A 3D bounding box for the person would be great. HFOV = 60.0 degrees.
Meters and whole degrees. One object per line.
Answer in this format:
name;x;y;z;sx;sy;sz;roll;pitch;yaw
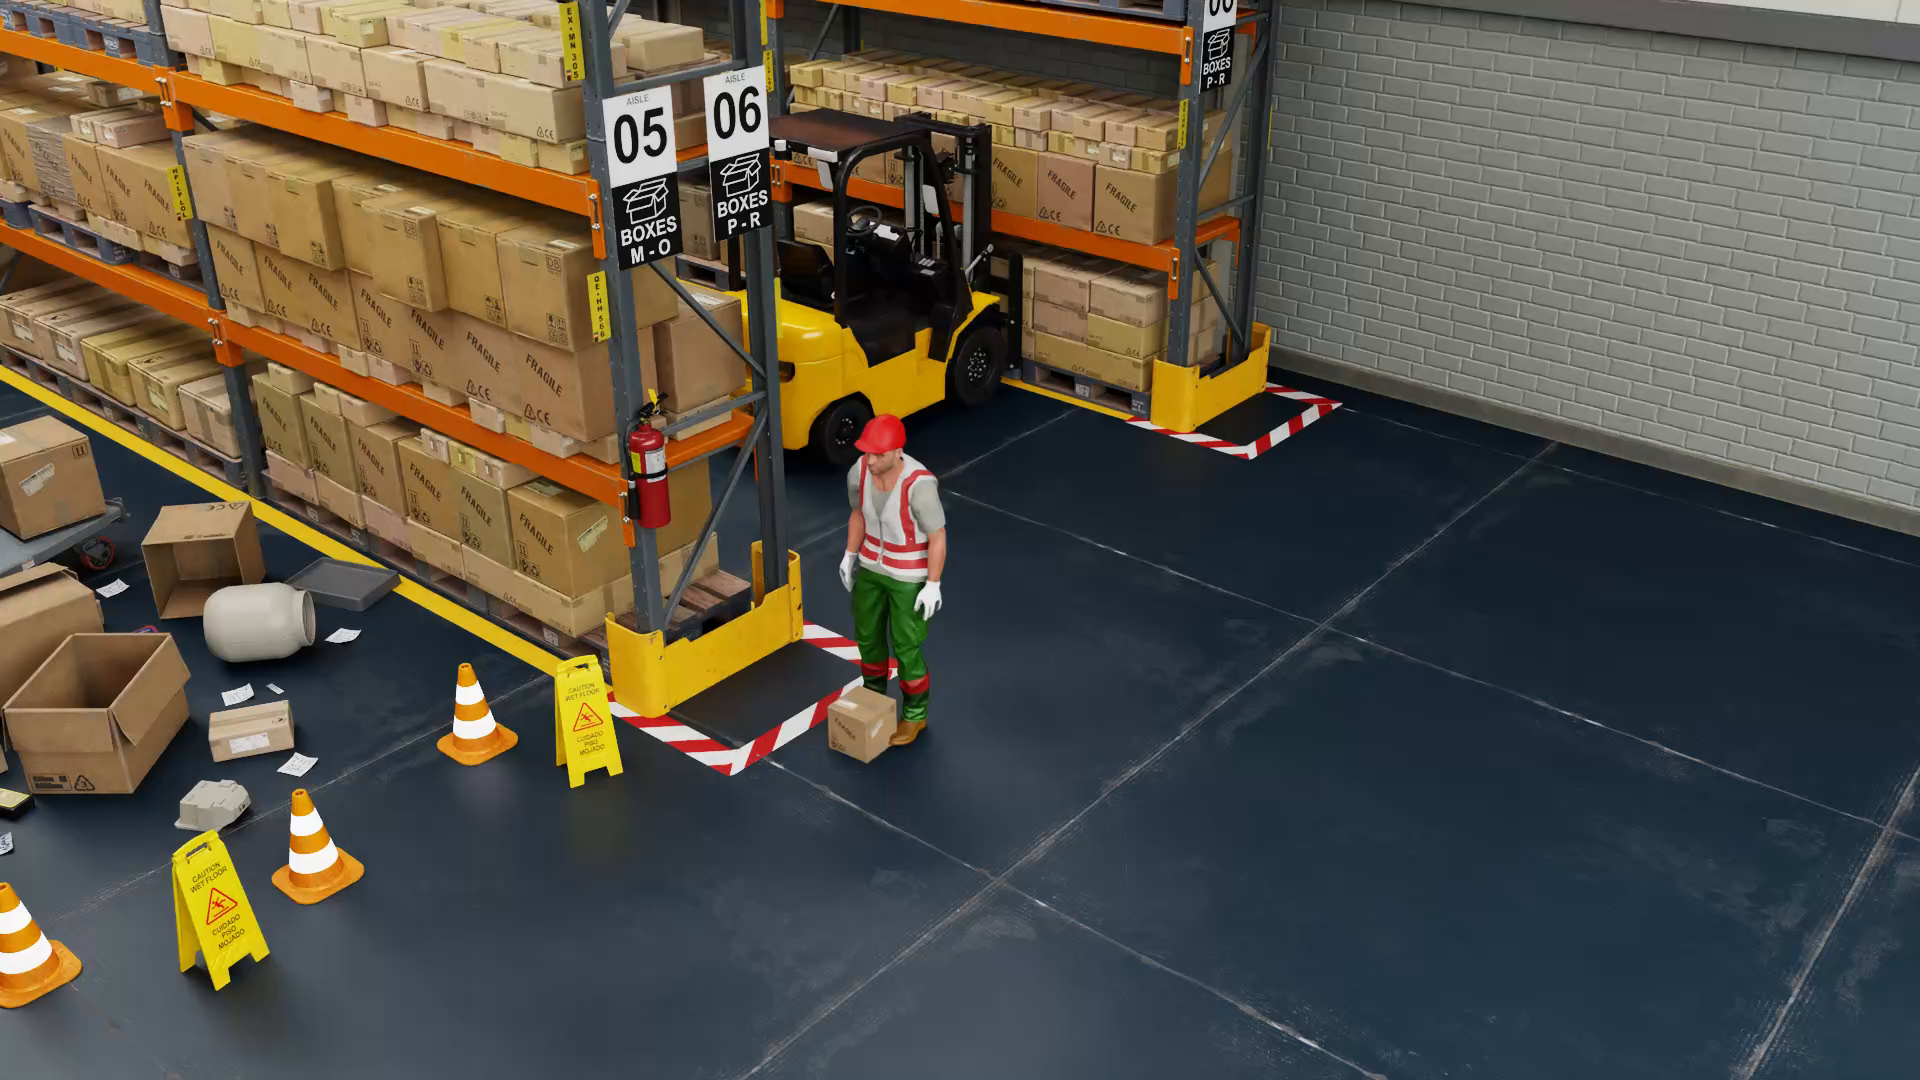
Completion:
person;-0.347;0.177;8.257;0.609;1.777;0.453;19;33;32
